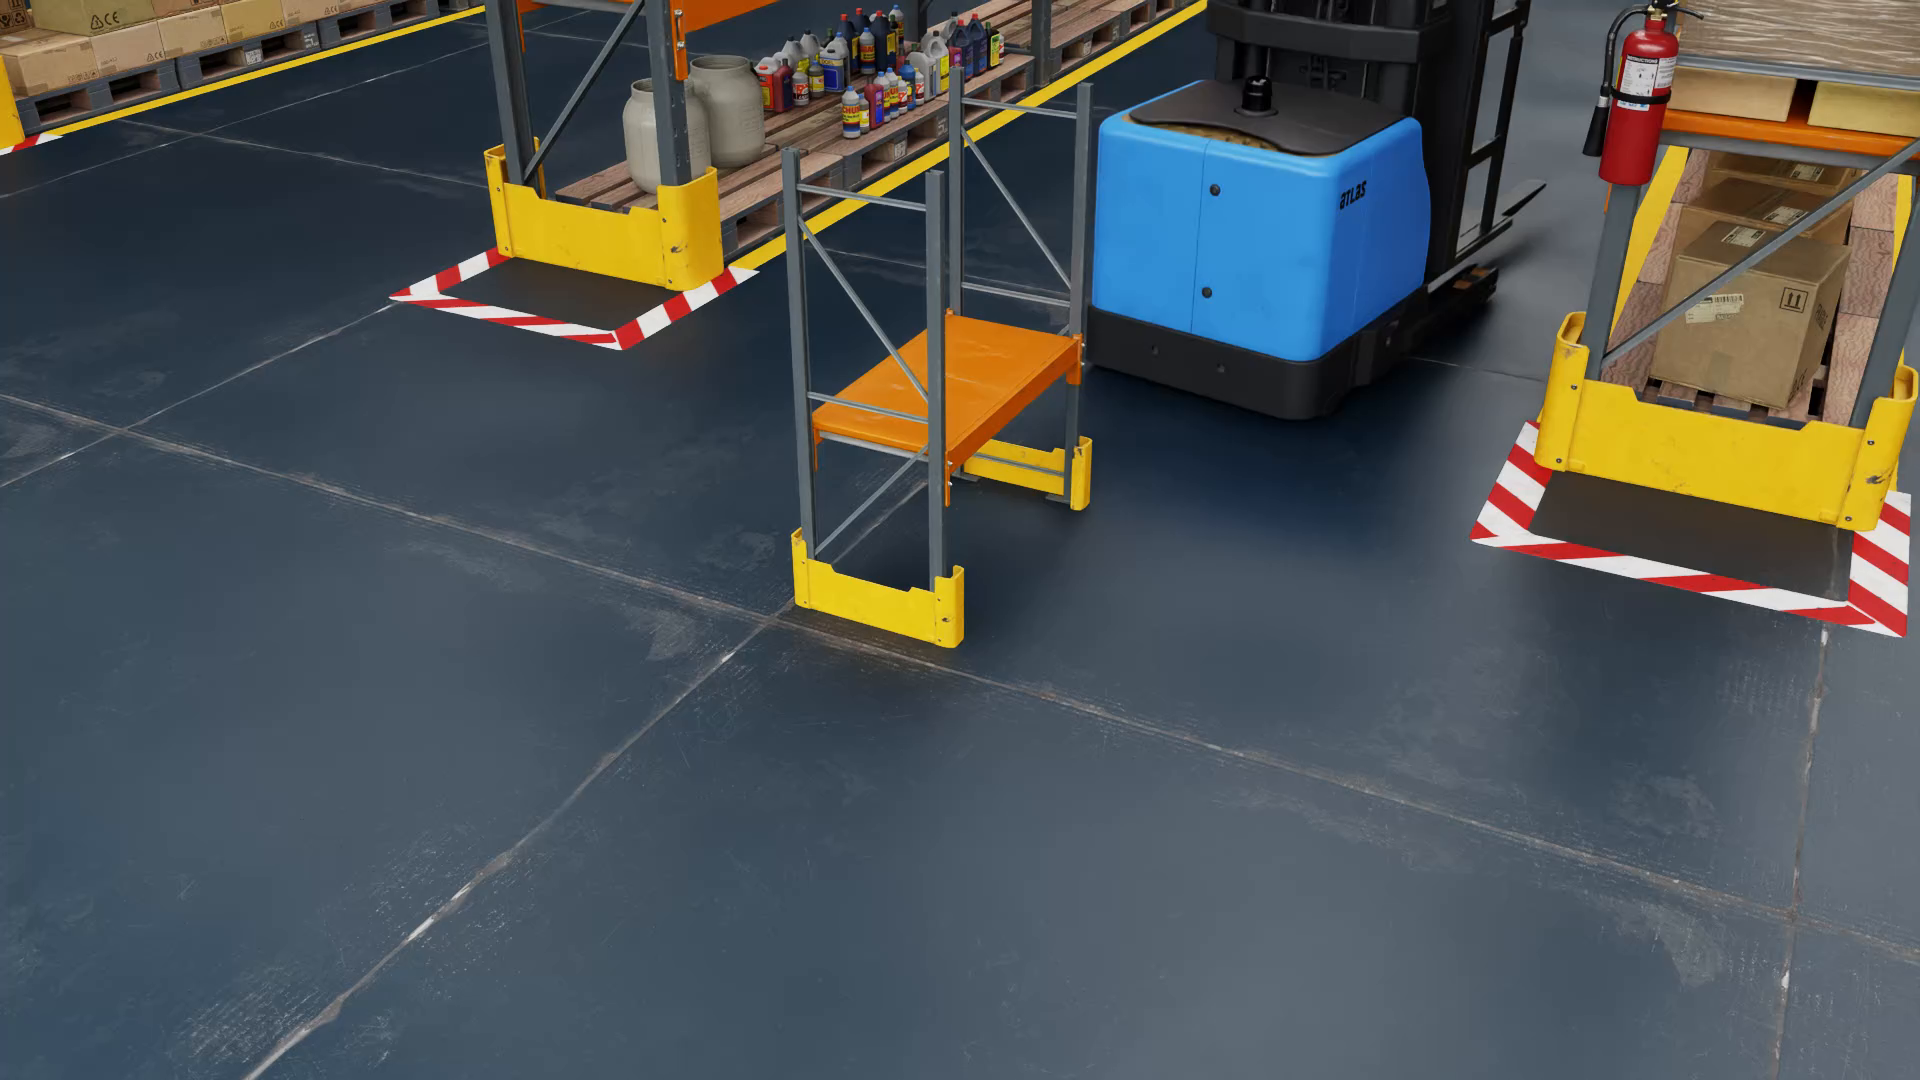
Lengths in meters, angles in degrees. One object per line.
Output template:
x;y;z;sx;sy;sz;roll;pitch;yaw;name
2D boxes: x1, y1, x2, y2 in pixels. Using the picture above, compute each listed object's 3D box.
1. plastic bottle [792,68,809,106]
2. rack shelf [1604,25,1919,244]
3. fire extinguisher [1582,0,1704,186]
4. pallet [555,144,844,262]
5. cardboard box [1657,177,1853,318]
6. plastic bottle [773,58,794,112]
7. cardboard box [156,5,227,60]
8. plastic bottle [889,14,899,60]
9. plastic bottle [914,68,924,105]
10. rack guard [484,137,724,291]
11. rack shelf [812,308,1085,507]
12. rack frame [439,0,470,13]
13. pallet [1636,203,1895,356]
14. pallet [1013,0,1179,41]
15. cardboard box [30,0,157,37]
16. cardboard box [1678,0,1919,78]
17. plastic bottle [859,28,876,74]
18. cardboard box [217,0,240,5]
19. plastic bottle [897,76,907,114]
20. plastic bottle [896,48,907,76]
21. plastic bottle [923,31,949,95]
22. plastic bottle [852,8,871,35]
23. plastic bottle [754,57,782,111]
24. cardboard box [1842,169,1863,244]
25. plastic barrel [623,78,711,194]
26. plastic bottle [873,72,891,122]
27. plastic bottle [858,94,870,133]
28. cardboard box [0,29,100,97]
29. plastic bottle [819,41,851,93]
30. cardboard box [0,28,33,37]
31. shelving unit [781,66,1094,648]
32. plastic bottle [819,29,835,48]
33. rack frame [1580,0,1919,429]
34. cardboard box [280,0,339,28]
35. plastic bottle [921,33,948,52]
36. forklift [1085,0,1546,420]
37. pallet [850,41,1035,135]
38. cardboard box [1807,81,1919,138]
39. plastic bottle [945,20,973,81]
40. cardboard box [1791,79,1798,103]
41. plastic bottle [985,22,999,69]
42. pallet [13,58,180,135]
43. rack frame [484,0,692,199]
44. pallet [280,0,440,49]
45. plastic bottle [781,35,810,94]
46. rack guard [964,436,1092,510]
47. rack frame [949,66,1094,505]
-0.935;-2.655;9.730;0.097;0.201;0.097;0;30;0;plastic bottle
3.617;-2.068;7.062;1.077;0.370;4.000;14;33;23;rack shelf
2.244;-1.514;5.452;0.296;0.674;0.183;14;33;23;fire extinguisher
-1.335;-1.811;8.692;1.003;0.211;1.213;14;33;23;pallet
3.247;-1.138;6.807;0.500;0.500;0.500;24;38;36;cardboard box
-1.022;-2.625;9.595;0.061;0.283;0.133;14;33;23;plastic bottle
-5.216;-3.364;10.935;0.500;0.250;0.500;14;33;23;cardboard box
-0.444;-3.188;10.575;0.061;0.283;0.133;14;33;23;plastic bottle
-0.259;-2.659;9.736;0.097;0.201;0.097;0;30;0;plastic bottle
-1.710;-1.578;7.995;1.175;0.500;0.348;14;33;23;rack guard
-0.039;-0.457;5.400;0.538;0.185;1.000;14;33;23;rack shelf
-4.289;-5.516;12.343;1.000;3.000;0.127;14;33;23;rack frame
3.699;-1.209;7.643;1.003;0.211;1.213;14;33;23;pallet
0.997;-4.081;12.645;1.003;0.211;1.213;14;33;23;pallet
-5.442;-3.467;10.361;0.500;0.500;0.500;14;33;23;cardboard box
2.981;-1.904;5.654;0.875;0.500;0.500;14;33;23;cardboard box
-0.577;-3.043;10.334;0.097;0.271;0.097;0;30;0;plastic bottle
-4.983;-3.909;11.132;0.500;0.500;0.500;14;33;23;cardboard box
-0.353;-2.568;9.578;0.097;0.201;0.097;0;30;0;plastic bottle
-0.325;-2.777;9.860;0.061;0.283;0.133;14;33;23;plastic bottle
-0.152;-2.853;9.925;0.144;0.351;0.185;14;33;23;plastic bottle
-0.618;-3.169;10.474;0.144;0.351;0.185;15;33;25;plastic bottle
-1.117;-2.646;9.639;0.152;0.276;0.135;15;33;24;plastic bottle
3.843;-1.648;7.696;0.500;0.500;0.500;11;32;19;cardboard box
-1.471;-2.030;8.349;0.421;0.512;0.421;0;30;0;plastic barrel
-0.444;-2.510;9.406;0.097;0.271;0.097;0;30;0;plastic bottle
-0.553;-2.373;9.239;0.097;0.201;0.097;0;30;0;plastic bottle
-5.669;-2.920;10.161;0.500;0.250;0.500;14;33;23;cardboard box
-0.754;-2.842;9.980;0.152;0.276;0.135;14;33;23;plastic bottle
-6.130;-3.037;10.366;0.500;0.250;0.500;14;33;23;cardboard box
-0.035;-0.617;5.318;0.587;1.500;1.083;14;33;23;shelving unit
-0.816;-2.992;10.234;0.061;0.283;0.133;16;33;25;plastic bottle
2.706;-1.494;5.339;1.000;3.000;0.127;14;33;23;rack frame
-4.757;-3.806;11.705;0.500;0.250;0.500;14;33;23;cardboard box
-0.148;-2.987;10.232;0.152;0.276;0.135;14;33;23;plastic bottle
1.812;-2.407;6.999;1.130;2.935;3.031;21;36;31;forklift
-0.224;-2.893;10.576;1.003;0.211;1.213;14;33;23;pallet
3.048;-1.457;5.527;0.380;0.149;0.250;14;33;23;cardboard box
-0.005;-2.997;10.174;0.144;0.351;0.185;13;32;21;plastic bottle
2.767;-1.669;5.896;0.380;0.149;0.250;14;33;23;cardboard box
0.194;-3.115;10.449;0.061;0.283;0.133;16;34;26;plastic bottle
-5.800;-2.882;10.556;1.003;0.211;1.213;14;33;23;pallet
-1.703;-2.617;7.296;1.000;3.000;0.127;14;33;23;rack frame
-4.688;-3.964;12.440;1.003;0.211;1.213;14;33;23;pallet
-0.982;-2.814;9.857;0.144;0.351;0.185;16;33;25;plastic bottle
0.192;-0.295;6.013;0.587;0.250;0.087;14;33;23;rack guard
0.193;-0.838;5.703;0.500;1.500;0.032;14;33;23;rack frame
